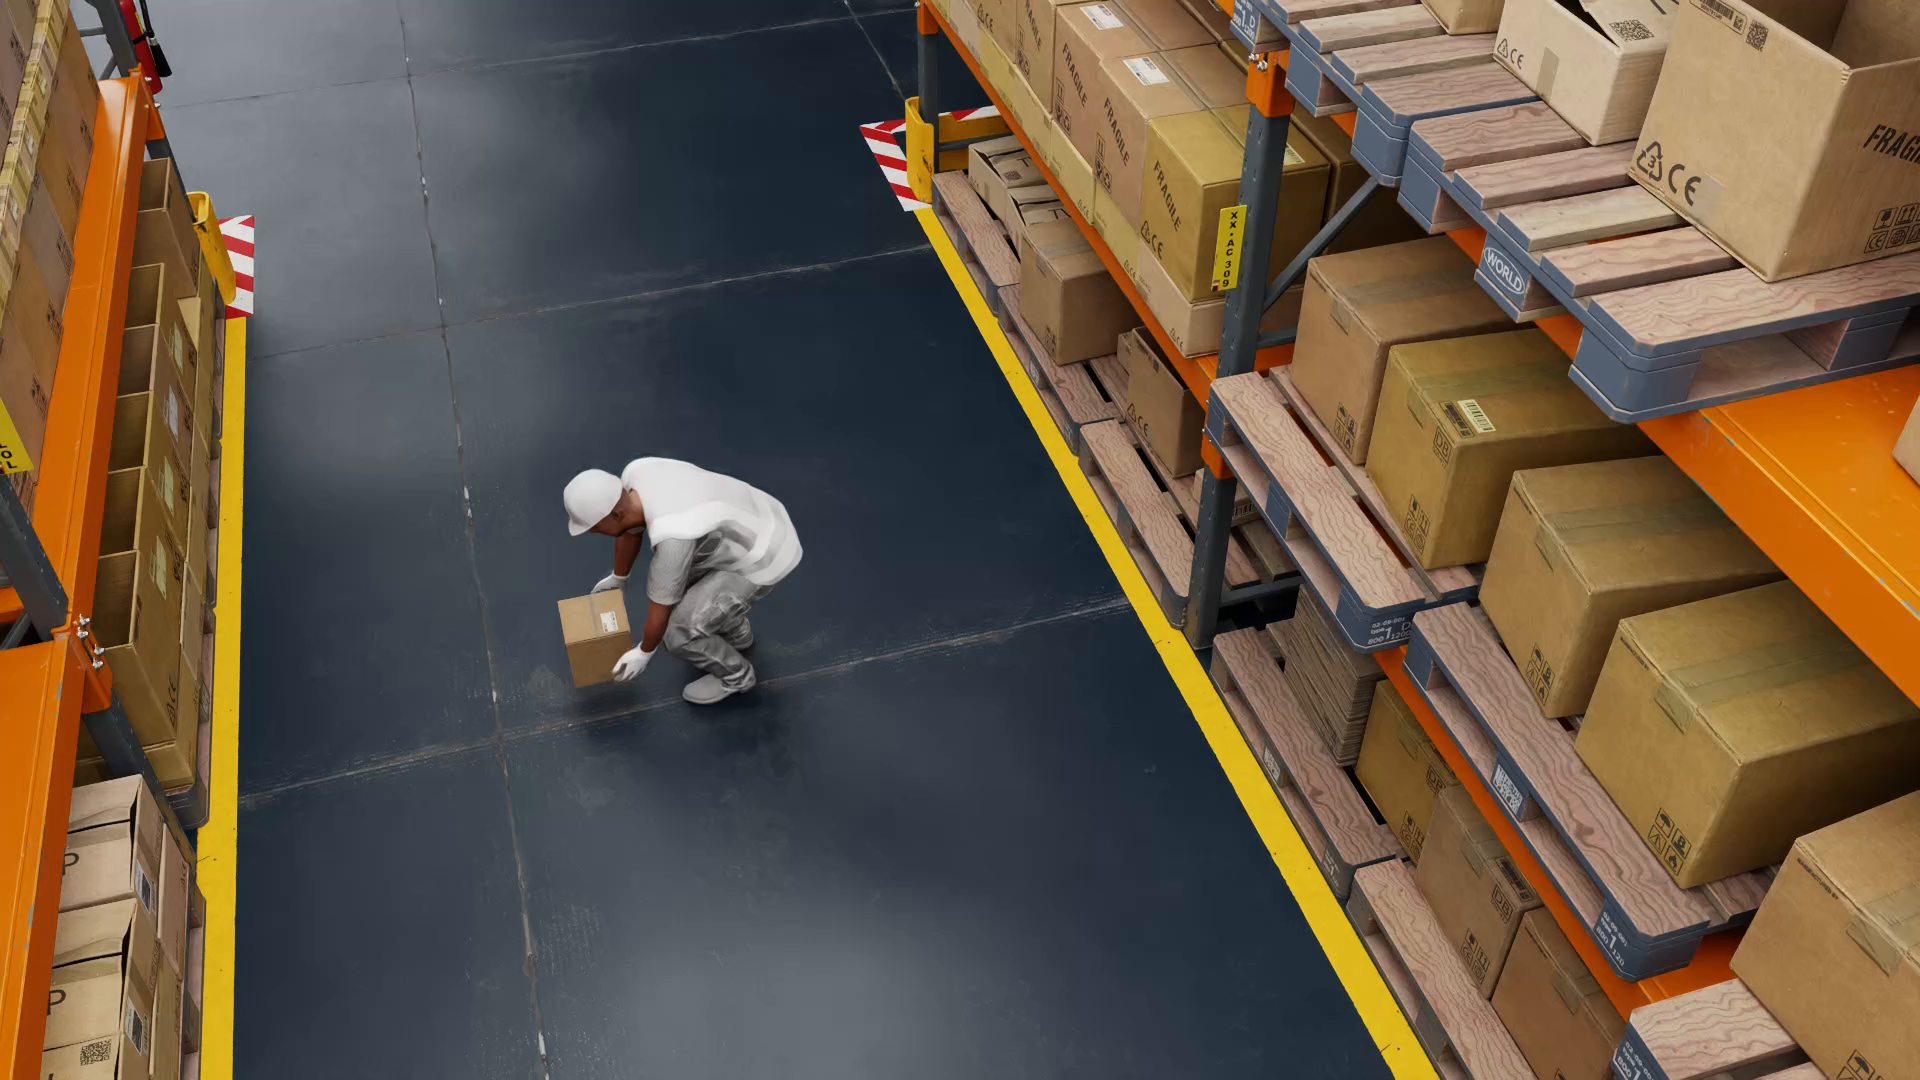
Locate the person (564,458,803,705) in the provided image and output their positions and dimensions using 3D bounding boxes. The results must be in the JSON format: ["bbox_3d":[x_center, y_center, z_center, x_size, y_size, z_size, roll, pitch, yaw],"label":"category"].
[{"bbox_3d":[-1.033,0.135,6.446,0.853,1.183,0.597,-12,43,-13],"label":"person"}]
